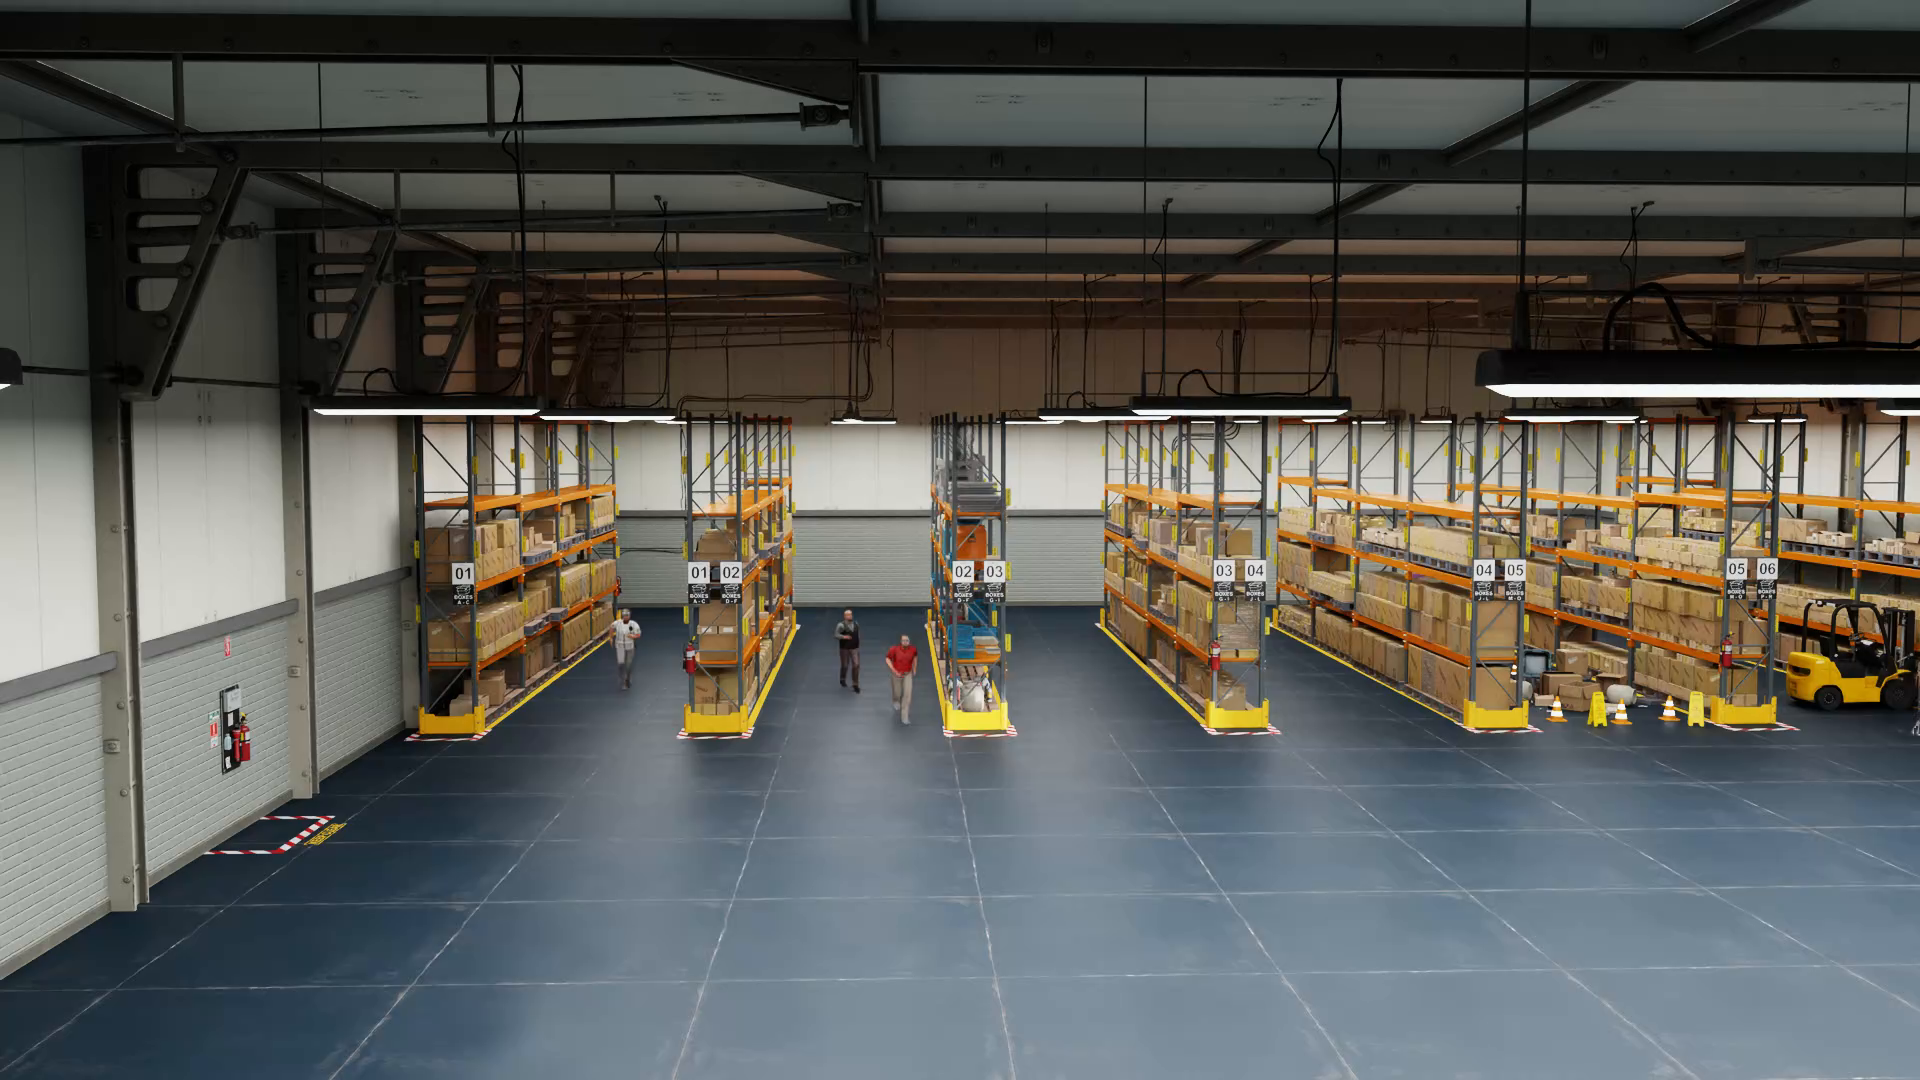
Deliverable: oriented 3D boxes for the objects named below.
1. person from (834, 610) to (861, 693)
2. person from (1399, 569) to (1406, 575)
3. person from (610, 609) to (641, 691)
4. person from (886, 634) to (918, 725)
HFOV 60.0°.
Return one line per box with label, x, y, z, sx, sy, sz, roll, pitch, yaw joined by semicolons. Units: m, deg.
person;-2.432;2.402;36.099;0.644;1.768;0.805;-1;4;-20
person;13.202;1.515;49.274;0.630;1.734;0.691;0;4;7
person;-7.305;2.381;36.306;0.690;1.809;0.857;-1;4;-8
person;-1.135;2.683;32.473;0.663;1.732;1.077;-1;4;-10
